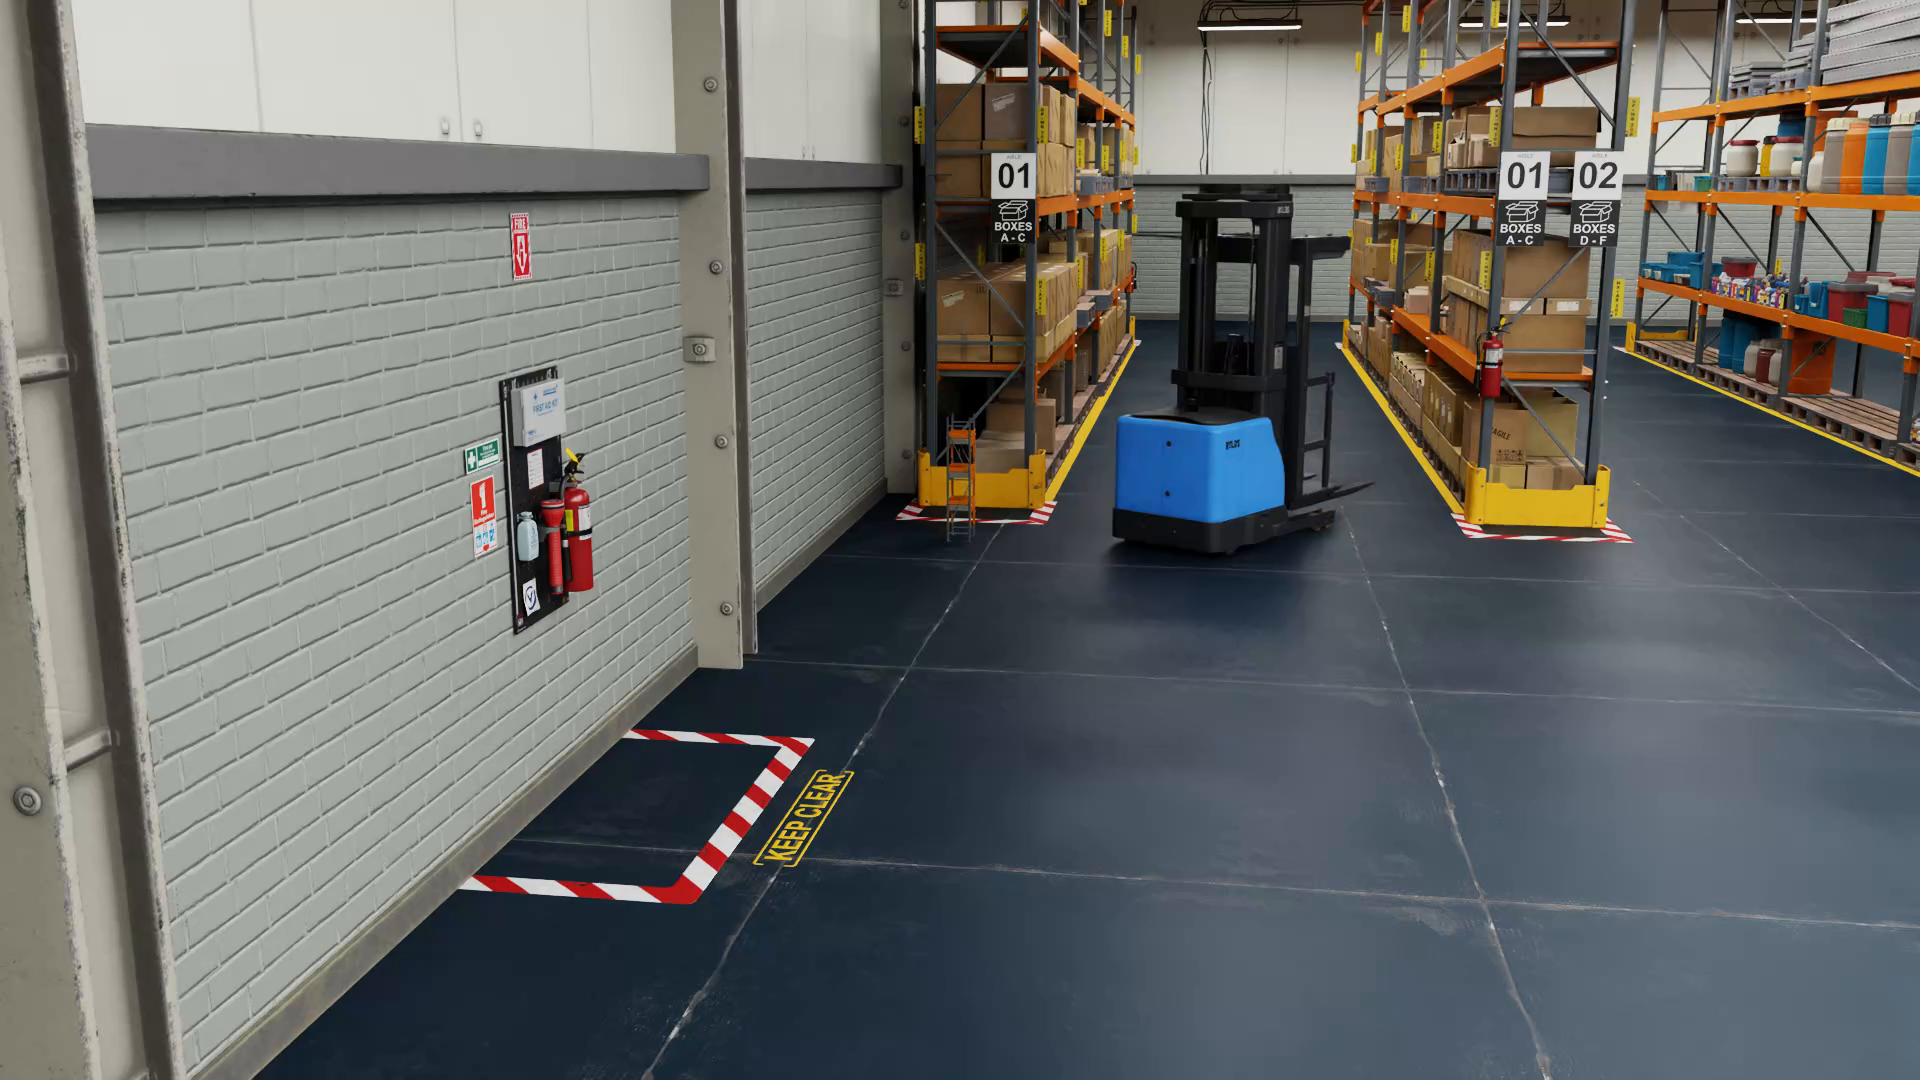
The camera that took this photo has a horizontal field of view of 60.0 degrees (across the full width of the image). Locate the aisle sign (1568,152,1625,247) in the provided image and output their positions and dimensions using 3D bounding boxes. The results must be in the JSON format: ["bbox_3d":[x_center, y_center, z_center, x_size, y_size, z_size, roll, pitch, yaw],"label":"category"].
[{"bbox_3d":[5.378,-2.877,14.052,0.394,0.787,0.004,2,12,9],"label":"aisle sign"}]

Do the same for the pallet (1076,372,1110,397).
[{"bbox_3d":[1.616,-2.253,23.948,1.003,0.211,1.213,2,12,9],"label":"pallet"}]

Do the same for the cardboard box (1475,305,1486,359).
[{"bbox_3d":[5.328,-1.988,15.861,0.700,0.500,0.500,2,12,9],"label":"cardboard box"}]

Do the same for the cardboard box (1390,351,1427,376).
[{"bbox_3d":[5.945,-2.331,21.887,0.500,0.311,0.500,2,12,11],"label":"cardboard box"}]

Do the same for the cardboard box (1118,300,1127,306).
[{"bbox_3d":[2.802,-4.239,29.939,0.380,0.149,0.250,2,12,8],"label":"cardboard box"}]

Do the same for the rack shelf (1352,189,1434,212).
[{"bbox_3d":[7.239,-5.659,27.718,1.077,0.370,4.000,2,12,9],"label":"rack shelf"}]

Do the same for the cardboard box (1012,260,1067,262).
[{"bbox_3d":[1.010,-3.107,20.008,0.700,0.500,0.500,3,13,14],"label":"cardboard box"}]

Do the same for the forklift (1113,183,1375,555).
[{"bbox_3d":[2.616,-1.564,14.295,1.130,2.935,3.031,10,16,40],"label":"forklift"}]

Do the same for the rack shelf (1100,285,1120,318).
[{"bbox_3d":[1.728,-3.519,24.912,1.077,0.370,4.000,2,12,9],"label":"rack shelf"}]

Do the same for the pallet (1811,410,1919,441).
[{"bbox_3d":[10.862,-1.357,19.791,1.003,0.211,1.213,2,12,9],"label":"pallet"}]

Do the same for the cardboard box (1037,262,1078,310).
[{"bbox_3d":[1.038,-2.817,18.472,0.500,0.500,0.500,2,12,9],"label":"cardboard box"}]

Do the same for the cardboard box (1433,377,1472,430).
[{"bbox_3d":[5.166,-1.396,17.099,0.500,0.500,0.500,2,12,9],"label":"cardboard box"}]

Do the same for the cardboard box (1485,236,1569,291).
[{"bbox_3d":[5.254,-2.530,15.297,0.700,0.500,0.500,2,12,7],"label":"cardboard box"}]

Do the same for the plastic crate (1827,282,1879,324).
[{"bbox_3d":[10.659,-2.839,19.893,0.402,0.464,0.583,2,12,9],"label":"plastic crate"}]

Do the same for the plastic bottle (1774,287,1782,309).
[{"bbox_3d":[10.886,-3.223,22.104,0.061,0.283,0.133,2,12,9],"label":"plastic bottle"}]

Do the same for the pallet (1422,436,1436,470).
[{"bbox_3d":[5.537,-0.935,17.831,1.003,0.211,1.213,2,12,9],"label":"pallet"}]

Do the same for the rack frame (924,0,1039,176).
[{"bbox_3d":[0.190,-4.722,14.544,1.000,3.000,0.127,2,12,9],"label":"rack frame"}]

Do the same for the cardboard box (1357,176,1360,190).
[{"bbox_3d":[7.126,-6.151,28.651,0.500,0.250,0.500,2,12,9],"label":"cardboard box"}]

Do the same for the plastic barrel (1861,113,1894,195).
[{"bbox_3d":[10.660,-4.398,18.969,0.600,0.901,0.708,2,12,9],"label":"plastic barrel"}]

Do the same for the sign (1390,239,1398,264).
[{"bbox_3d":[5.778,-3.838,22.122,0.100,0.325,0.005,2,12,9],"label":"sign"}]

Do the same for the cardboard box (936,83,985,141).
[{"bbox_3d":[-0.002,-3.901,15.198,0.500,0.500,0.500,2,12,11],"label":"cardboard box"}]

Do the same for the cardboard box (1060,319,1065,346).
[{"bbox_3d":[0.809,-2.137,17.097,0.500,0.250,0.500,2,12,9],"label":"cardboard box"}]

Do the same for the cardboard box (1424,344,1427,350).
[{"bbox_3d":[6.743,-2.483,23.283,0.500,0.500,0.500,1,12,7],"label":"cardboard box"}]

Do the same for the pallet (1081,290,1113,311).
[{"bbox_3d":[1.416,-3.209,22.220,1.213,0.211,1.003,2,12,9],"label":"pallet"}]

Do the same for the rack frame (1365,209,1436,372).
[{"bbox_3d":[6.931,-4.128,26.026,1.000,3.000,0.127,2,12,9],"label":"rack frame"}]

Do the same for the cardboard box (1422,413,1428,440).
[{"bbox_3d":[5.330,-1.237,18.142,0.500,0.250,0.500,2,12,9],"label":"cardboard box"}]

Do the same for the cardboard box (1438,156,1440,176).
[{"bbox_3d":[6.140,-4.569,20.312,0.500,0.250,0.500,2,12,8],"label":"cardboard box"}]

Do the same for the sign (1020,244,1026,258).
[{"bbox_3d":[0.872,-4.038,22.862,0.100,0.325,0.005,2,12,9],"label":"sign"}]

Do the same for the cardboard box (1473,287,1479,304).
[{"bbox_3d":[5.154,-2.351,16.005,0.380,0.149,0.250,2,12,10],"label":"cardboard box"}]

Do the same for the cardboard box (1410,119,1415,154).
[{"bbox_3d":[6.546,-5.602,23.137,0.500,0.500,0.500,2,12,9],"label":"cardboard box"}]

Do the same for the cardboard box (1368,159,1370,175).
[{"bbox_3d":[6.818,-5.979,26.667,0.500,0.250,0.500,2,12,9],"label":"cardboard box"}]

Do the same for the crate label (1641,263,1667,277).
[{"bbox_3d":[12.077,-4.706,28.964,0.416,0.233,0.303,2,12,9],"label":"crate label"}]

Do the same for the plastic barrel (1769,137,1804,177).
[{"bbox_3d":[11.334,-5.246,22.775,0.433,0.535,0.433,0,12,0],"label":"plastic barrel"}]

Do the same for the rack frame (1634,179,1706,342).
[{"bbox_3d":[12.440,-4.799,29.142,1.000,3.000,0.127,2,12,9],"label":"rack frame"}]

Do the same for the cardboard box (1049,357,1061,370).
[{"bbox_3d":[0.967,-2.227,20.318,0.500,0.250,0.500,2,12,7],"label":"cardboard box"}]

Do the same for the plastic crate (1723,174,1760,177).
[{"bbox_3d":[12.287,-5.619,26.134,0.497,0.269,0.590,2,12,9],"label":"plastic crate"}]

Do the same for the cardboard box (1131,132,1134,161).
[{"bbox_3d":[2.808,-6.973,29.449,0.500,0.500,0.500,2,12,8],"label":"cardboard box"}]

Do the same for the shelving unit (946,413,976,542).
[{"bbox_3d":[0.008,-0.524,13.934,0.215,1.050,0.252,2,12,9],"label":"shelving unit"}]

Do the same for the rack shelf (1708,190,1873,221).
[{"bbox_3d":[11.517,-4.665,23.106,1.077,0.370,4.000,2,12,9],"label":"rack shelf"}]

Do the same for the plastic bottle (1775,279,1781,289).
[{"bbox_3d":[11.824,-3.630,24.023,0.097,0.271,0.097,0,12,0],"label":"plastic bottle"}]

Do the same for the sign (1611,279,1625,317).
[{"bbox_3d":[5.633,-2.072,14.247,0.100,0.325,0.005,2,12,9],"label":"sign"}]

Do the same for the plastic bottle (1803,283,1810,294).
[{"bbox_3d":[11.809,-3.441,23.136,0.152,0.276,0.135,2,12,9],"label":"plastic bottle"}]

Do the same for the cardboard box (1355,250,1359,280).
[{"bbox_3d":[7.063,-4.713,28.507,0.500,0.500,0.500,2,12,8],"label":"cardboard box"}]

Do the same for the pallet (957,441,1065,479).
[{"bbox_3d":[0.552,-0.863,17.498,1.003,0.211,1.213,2,12,9],"label":"pallet"}]

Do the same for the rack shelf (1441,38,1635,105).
[{"bbox_3d":[5.393,-4.431,15.853,1.077,0.370,4.000,2,12,9],"label":"rack shelf"}]

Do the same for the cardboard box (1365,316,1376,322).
[{"bbox_3d":[7.215,-3.514,28.059,0.797,0.503,0.637,2,12,9],"label":"cardboard box"}]

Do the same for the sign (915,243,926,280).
[{"bbox_3d":[-0.355,-2.532,15.124,0.100,0.325,0.005,2,12,9],"label":"sign"}]

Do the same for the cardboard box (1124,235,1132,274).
[{"bbox_3d":[2.582,-5.160,30.106,0.980,0.700,0.700,2,12,11],"label":"cardboard box"}]

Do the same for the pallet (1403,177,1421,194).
[{"bbox_3d":[6.300,-4.525,21.198,1.213,0.211,1.003,2,12,11],"label":"pallet"}]

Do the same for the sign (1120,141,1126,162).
[{"bbox_3d":[2.573,-6.145,26.292,0.100,0.325,0.005,2,12,9],"label":"sign"}]
